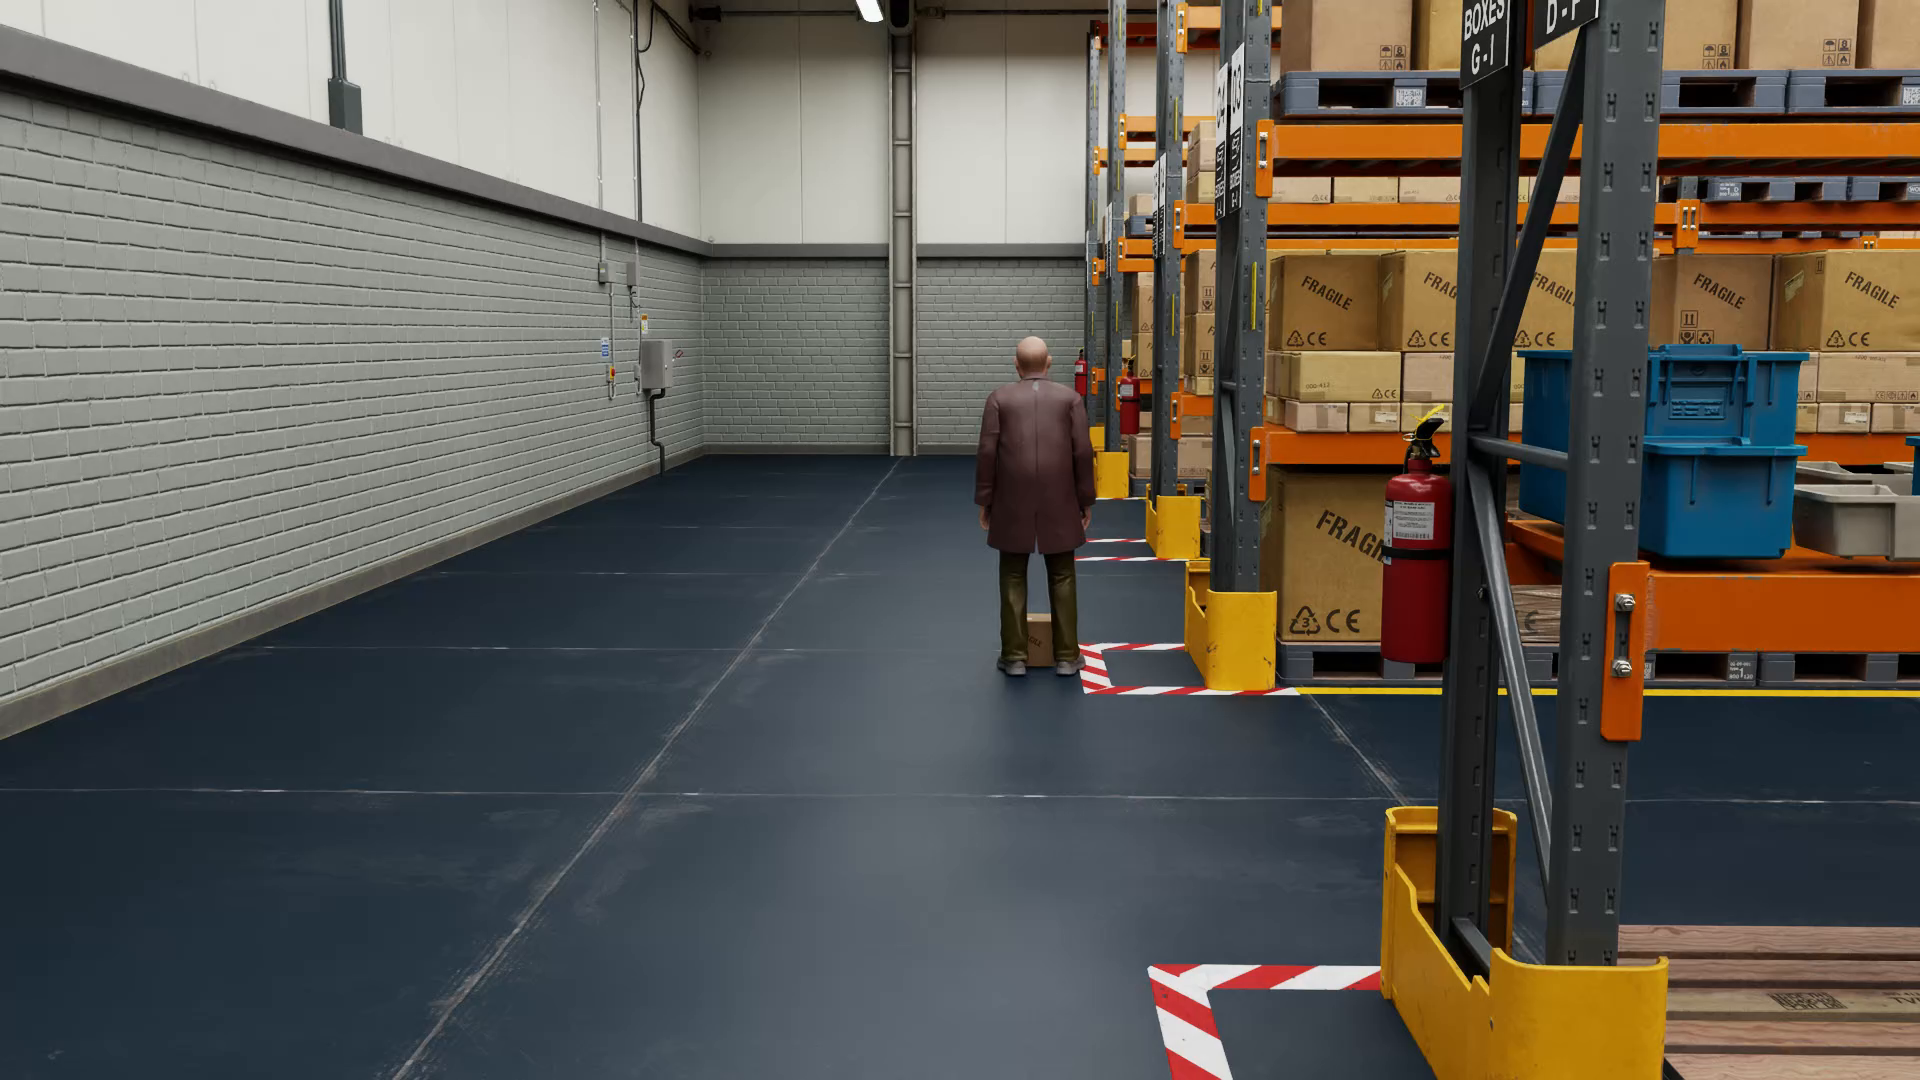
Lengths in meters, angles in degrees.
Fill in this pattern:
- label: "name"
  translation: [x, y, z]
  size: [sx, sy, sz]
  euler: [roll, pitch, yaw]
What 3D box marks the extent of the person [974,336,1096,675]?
- label: "person"
  translation: [0.397, -0.180, 8.774]
  size: [0.642, 1.774, 0.422]
  euler: [0, 7, 1]
